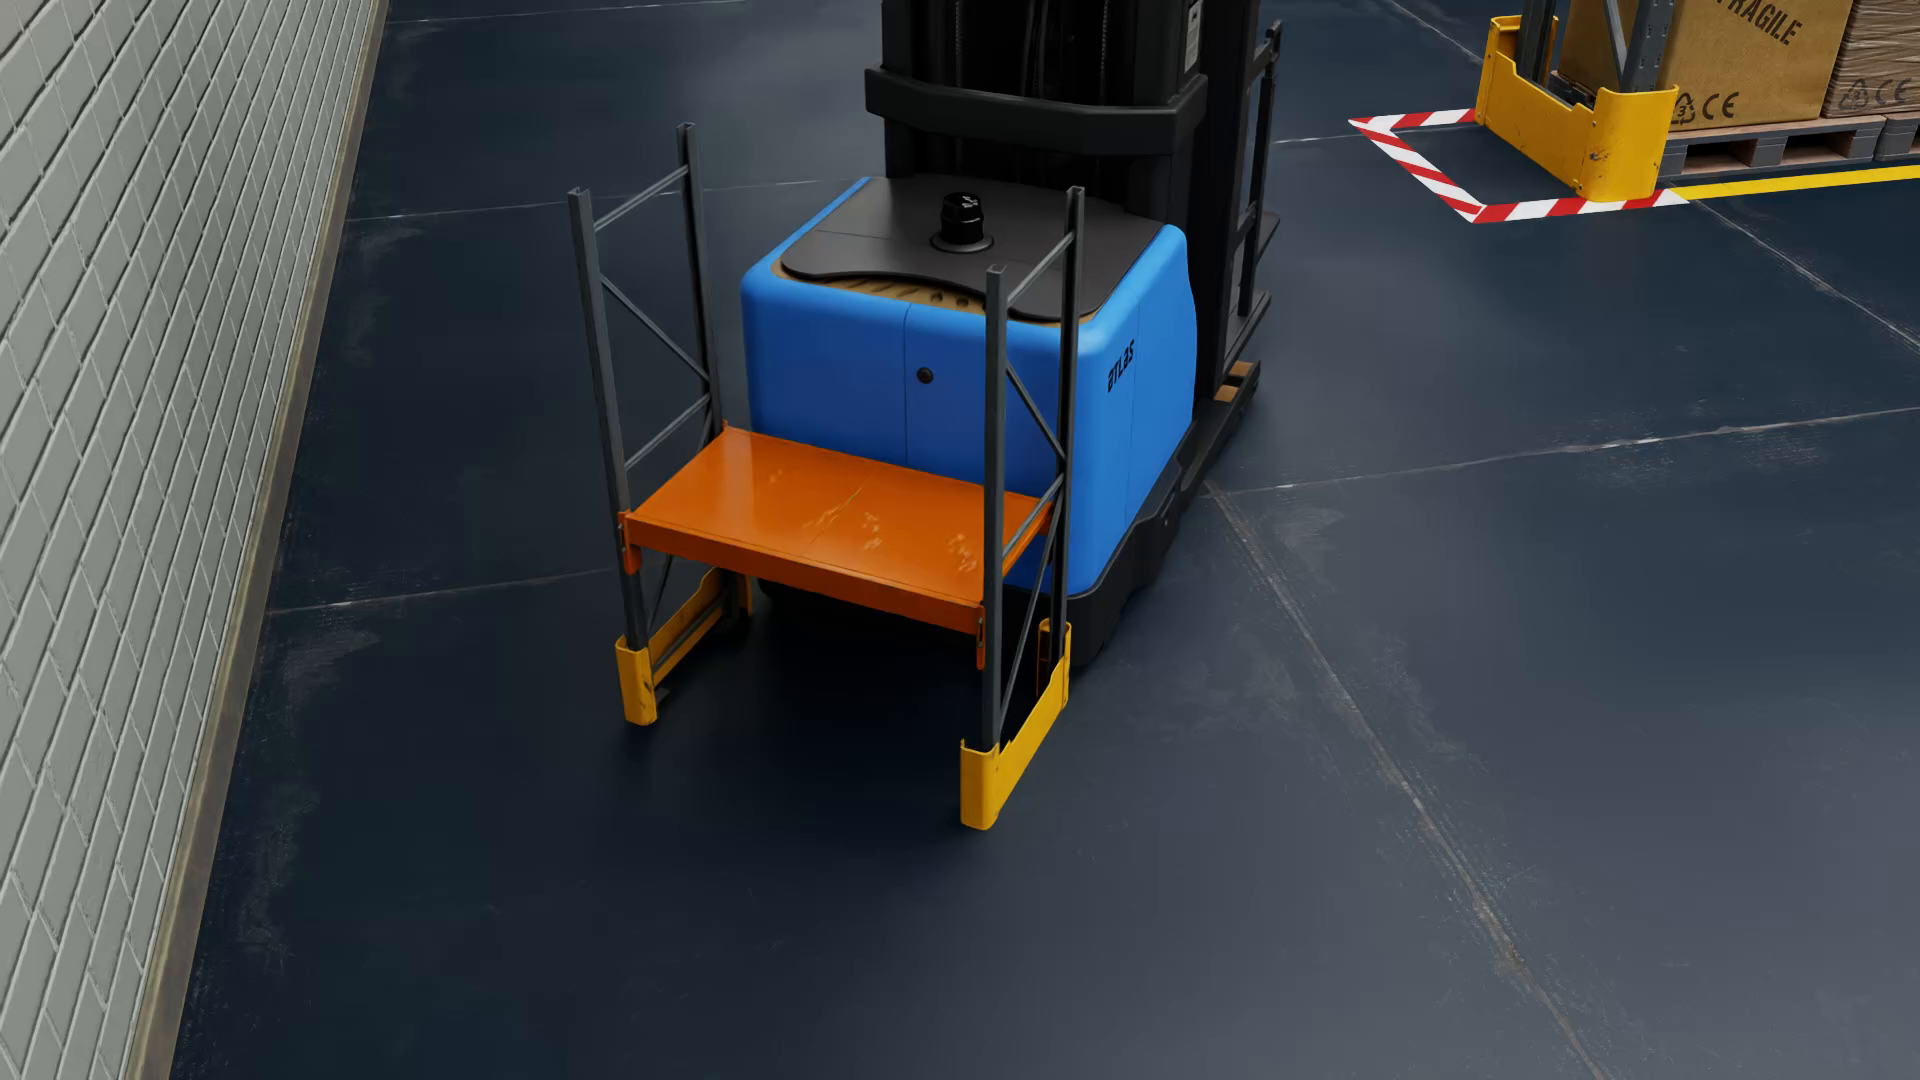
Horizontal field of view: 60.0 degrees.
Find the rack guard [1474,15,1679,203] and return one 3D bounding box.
[{"bbox_3d":[2.886,-2.064,7.878,0.348,0.500,1.175,-7,35,-11],"label":"rack guard"}]

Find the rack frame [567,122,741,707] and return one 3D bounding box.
[{"bbox_3d":[-0.763,-0.274,4.313,0.032,1.500,0.500,14,36,20],"label":"rack frame"}]

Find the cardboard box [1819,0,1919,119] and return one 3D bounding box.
[{"bbox_3d":[4.404,-2.631,8.009,0.875,0.875,0.875,-7,35,-11],"label":"cardboard box"}]

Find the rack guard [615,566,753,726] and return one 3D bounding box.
[{"bbox_3d":[-0.762,0.245,4.661,0.087,0.250,0.587,14,36,20],"label":"rack guard"}]

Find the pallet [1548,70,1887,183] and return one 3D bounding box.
[{"bbox_3d":[3.672,-2.088,8.172,1.213,0.211,1.003,-7,35,-11],"label":"pallet"}]

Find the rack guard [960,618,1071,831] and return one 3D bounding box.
[{"bbox_3d":[0.149,0.469,4.327,0.087,0.250,0.587,14,36,20],"label":"rack guard"}]

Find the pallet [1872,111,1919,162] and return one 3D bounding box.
[{"bbox_3d":[4.860,-2.236,8.393,1.213,0.211,1.003,-7,35,-11],"label":"pallet"}]

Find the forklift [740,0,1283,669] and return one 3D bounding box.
[{"bbox_3d":[0.431,-1.673,5.113,1.130,2.935,3.031,13,36,18],"label":"forklift"}]

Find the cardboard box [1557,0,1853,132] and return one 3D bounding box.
[{"bbox_3d":[3.516,-2.520,7.843,0.875,0.875,0.875,-7,35,-11],"label":"cardboard box"}]

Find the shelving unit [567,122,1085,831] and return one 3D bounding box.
[{"bbox_3d":[-0.306,-0.162,4.145,1.083,1.500,0.587,14,36,20],"label":"shelving unit"}]

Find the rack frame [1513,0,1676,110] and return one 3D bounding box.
[{"bbox_3d":[2.909,-3.105,7.185,0.127,3.000,1.000,-7,35,-11],"label":"rack frame"}]

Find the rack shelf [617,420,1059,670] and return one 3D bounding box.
[{"bbox_3d":[-0.298,-0.011,4.243,1.000,0.185,0.538,14,36,20],"label":"rack shelf"}]

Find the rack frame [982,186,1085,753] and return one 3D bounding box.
[{"bbox_3d":[0.167,-0.046,3.972,0.032,1.500,0.500,14,36,20],"label":"rack frame"}]
